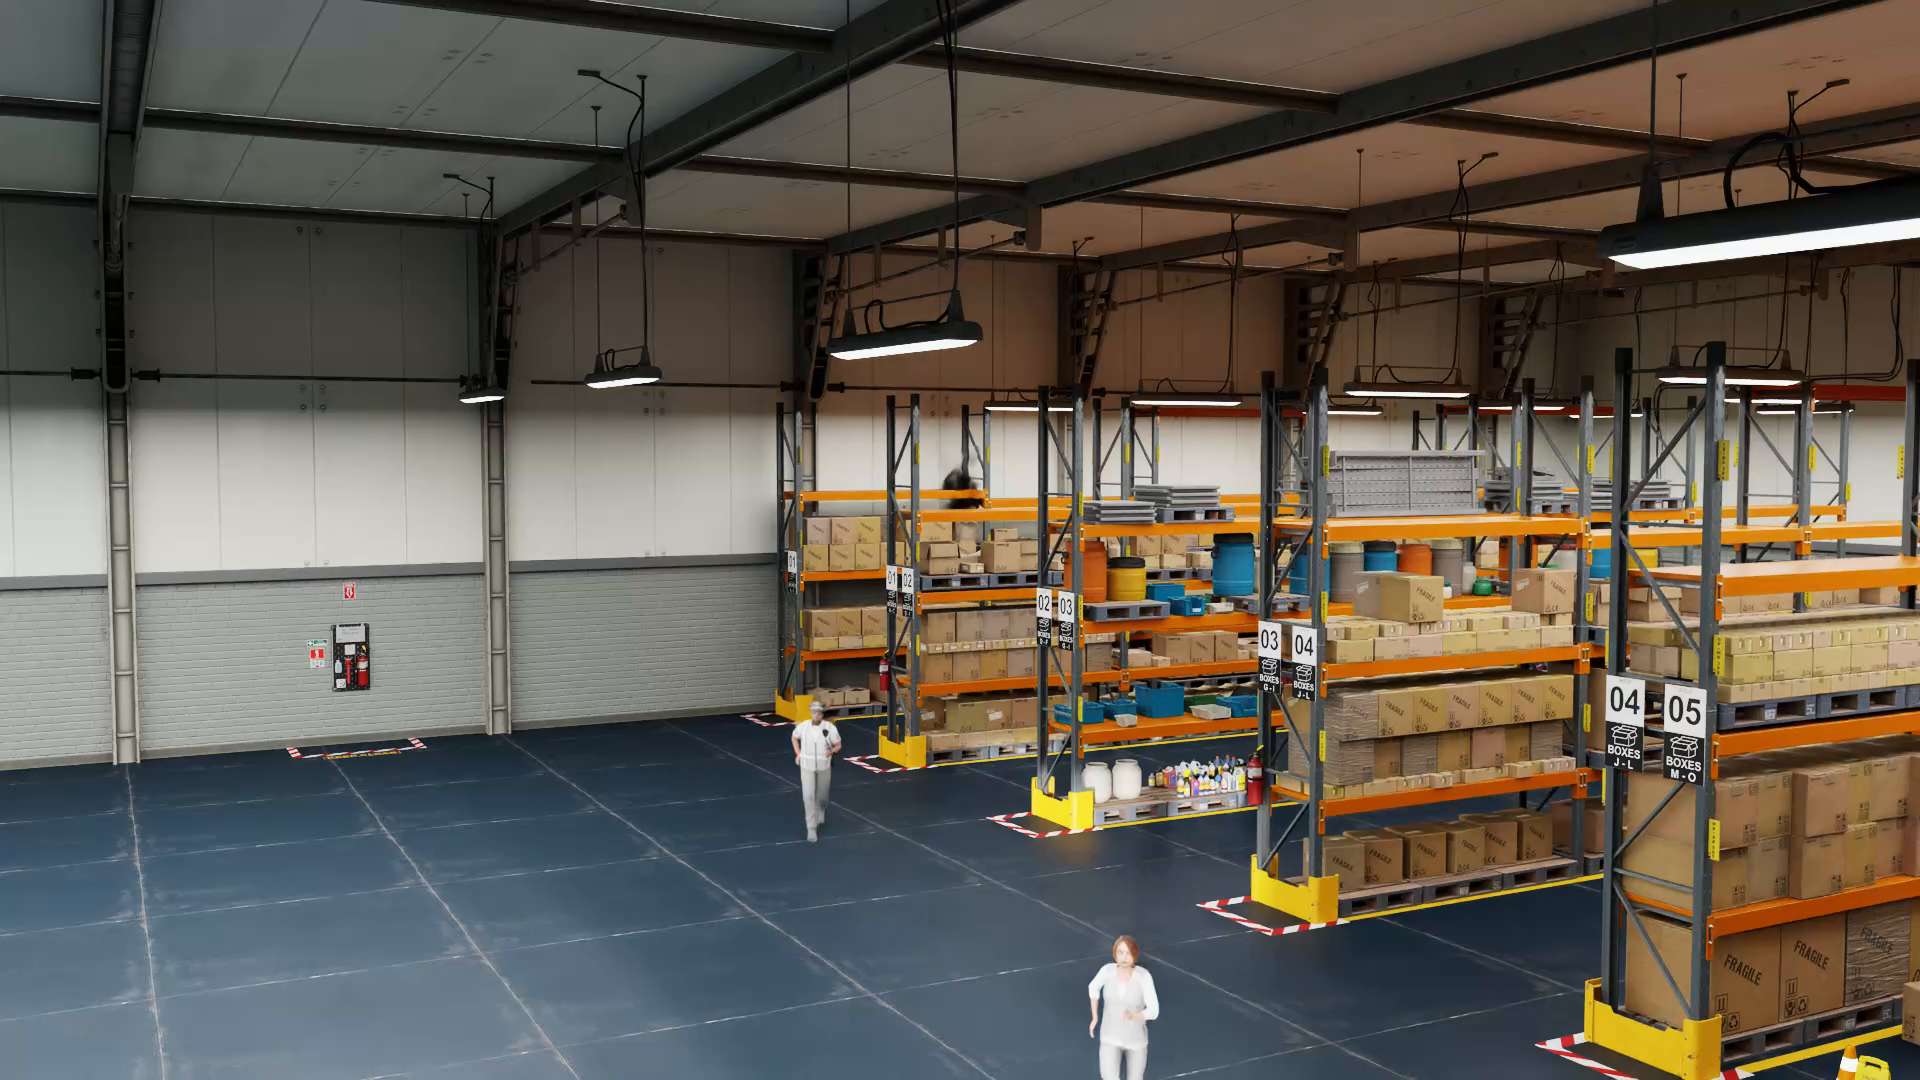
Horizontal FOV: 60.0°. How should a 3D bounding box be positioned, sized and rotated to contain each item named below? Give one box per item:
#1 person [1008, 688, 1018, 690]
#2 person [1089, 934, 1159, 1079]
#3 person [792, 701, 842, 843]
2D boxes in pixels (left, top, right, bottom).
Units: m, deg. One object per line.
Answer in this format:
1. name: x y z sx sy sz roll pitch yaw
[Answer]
1. person: 1.048 2.642 29.841 0.720 1.665 0.611 -2 4 -35
2. person: 1.185 3.671 12.076 0.510 1.643 0.737 0 3 6
3. person: -1.904 3.026 22.096 0.662 1.794 0.976 0 3 -5
